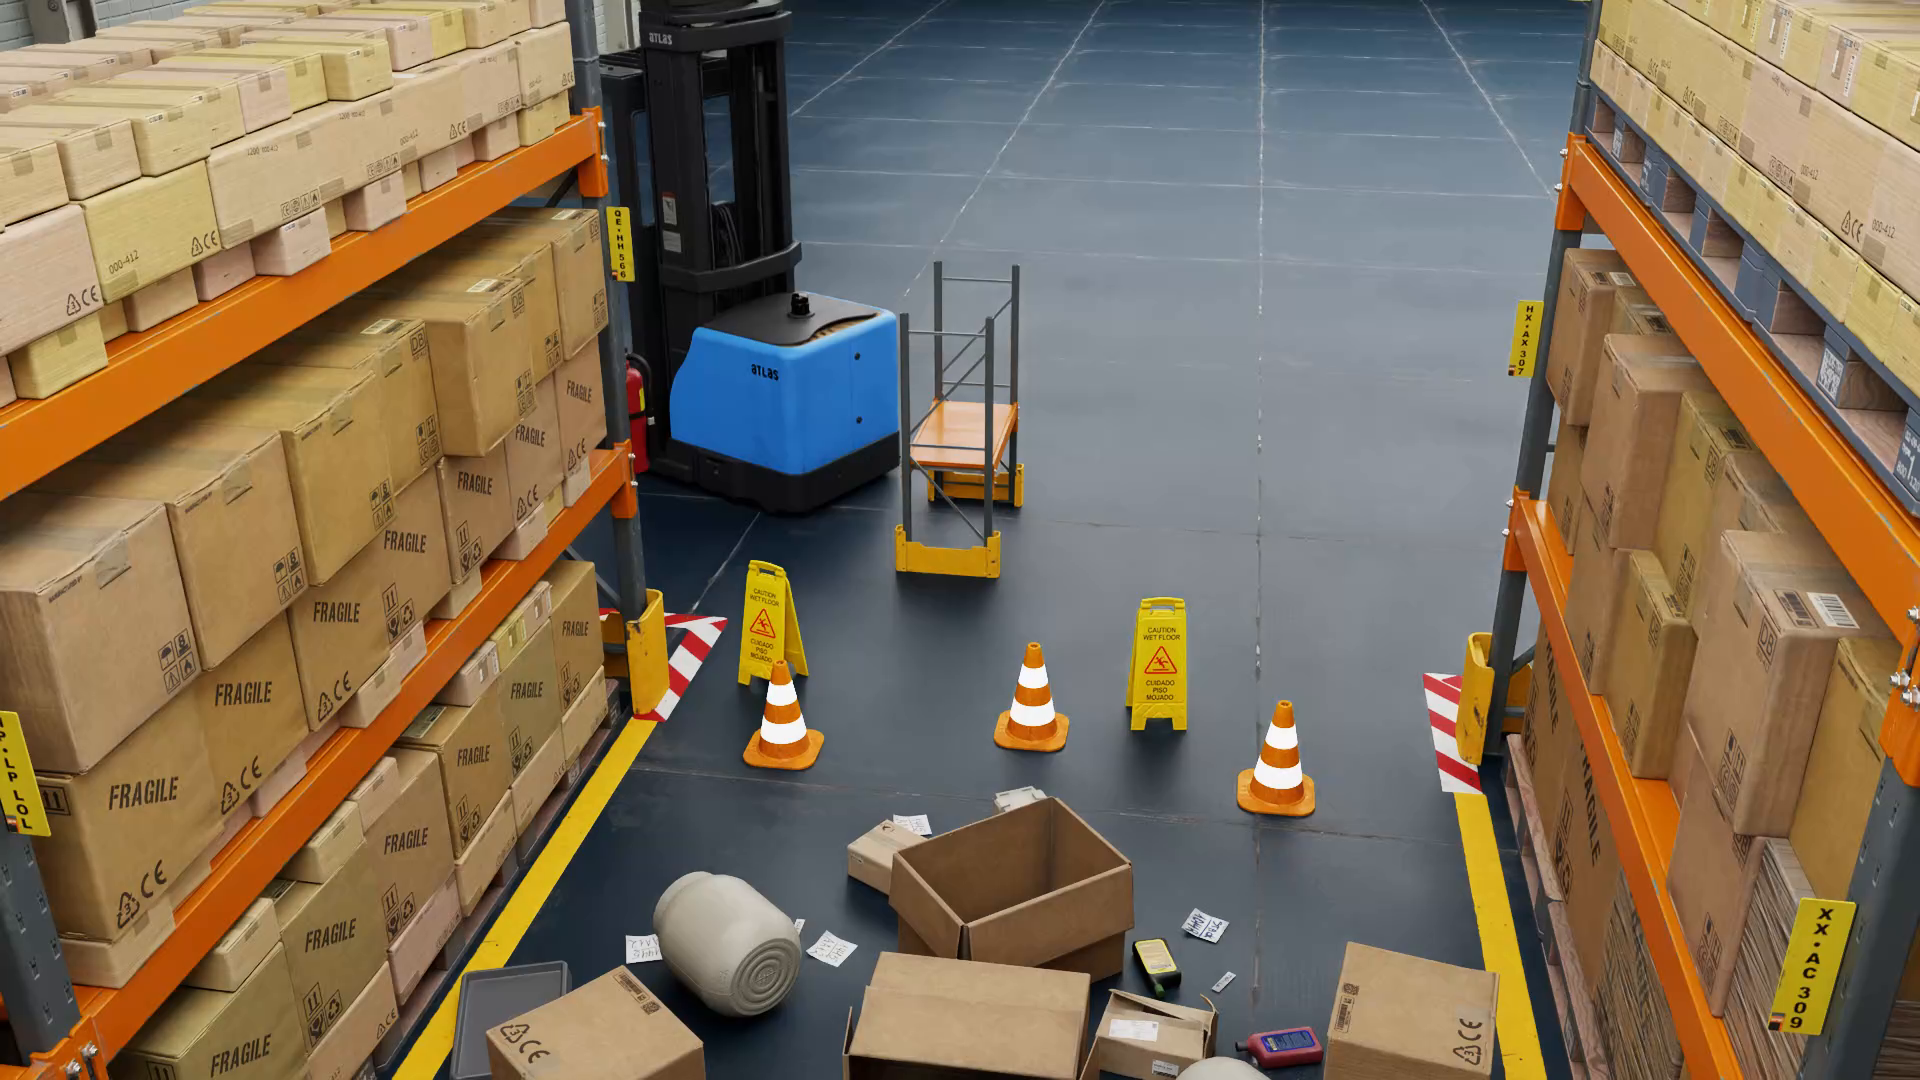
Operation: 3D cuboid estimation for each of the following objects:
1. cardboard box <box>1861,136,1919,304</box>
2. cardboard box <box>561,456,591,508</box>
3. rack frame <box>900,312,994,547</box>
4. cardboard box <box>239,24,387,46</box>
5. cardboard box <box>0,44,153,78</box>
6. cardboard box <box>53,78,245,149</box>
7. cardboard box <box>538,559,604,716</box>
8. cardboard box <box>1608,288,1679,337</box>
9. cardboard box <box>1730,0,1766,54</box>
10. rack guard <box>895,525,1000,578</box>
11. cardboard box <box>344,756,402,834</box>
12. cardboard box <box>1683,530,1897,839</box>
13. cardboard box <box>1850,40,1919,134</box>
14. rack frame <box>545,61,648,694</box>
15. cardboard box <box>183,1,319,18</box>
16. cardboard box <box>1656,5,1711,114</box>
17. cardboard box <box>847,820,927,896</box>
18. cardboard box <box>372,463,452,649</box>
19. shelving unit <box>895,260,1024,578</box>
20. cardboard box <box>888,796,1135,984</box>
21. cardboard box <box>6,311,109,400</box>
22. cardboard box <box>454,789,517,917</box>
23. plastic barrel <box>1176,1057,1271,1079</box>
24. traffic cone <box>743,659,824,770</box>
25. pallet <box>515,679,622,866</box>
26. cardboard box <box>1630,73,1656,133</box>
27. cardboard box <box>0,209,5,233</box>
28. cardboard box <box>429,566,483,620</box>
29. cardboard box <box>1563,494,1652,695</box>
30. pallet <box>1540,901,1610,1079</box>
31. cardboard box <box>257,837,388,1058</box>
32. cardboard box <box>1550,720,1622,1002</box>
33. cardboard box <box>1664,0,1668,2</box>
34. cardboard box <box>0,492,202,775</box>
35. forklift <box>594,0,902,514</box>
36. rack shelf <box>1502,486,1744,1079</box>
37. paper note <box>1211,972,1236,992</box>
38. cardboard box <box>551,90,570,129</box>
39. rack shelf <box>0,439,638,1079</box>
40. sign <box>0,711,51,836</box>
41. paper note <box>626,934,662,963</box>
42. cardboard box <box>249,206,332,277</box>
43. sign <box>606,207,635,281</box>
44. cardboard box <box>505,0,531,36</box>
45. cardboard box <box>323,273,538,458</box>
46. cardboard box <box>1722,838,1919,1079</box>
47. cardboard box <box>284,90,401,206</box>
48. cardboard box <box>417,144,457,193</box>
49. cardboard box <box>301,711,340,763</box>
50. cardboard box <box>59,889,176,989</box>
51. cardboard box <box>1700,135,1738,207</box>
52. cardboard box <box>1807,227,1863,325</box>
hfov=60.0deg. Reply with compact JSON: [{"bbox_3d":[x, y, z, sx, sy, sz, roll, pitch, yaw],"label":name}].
[{"bbox_3d":[2.058,-0.573,3.110,0.500,0.250,0.500,4,25,8],"label":"cardboard box"},{"bbox_3d":[-1.798,-0.263,7.070,0.380,0.149,0.250,4,25,8],"label":"cardboard box"},{"bbox_3d":[-0.069,-0.502,9.054,0.500,1.500,0.032,4,25,9],"label":"rack frame"},{"bbox_3d":[-2.091,-1.581,5.406,0.380,0.149,0.250,3,25,7],"label":"cardboard box"},{"bbox_3d":[-2.674,-1.398,5.015,0.380,0.149,0.250,4,25,9],"label":"cardboard box"},{"bbox_3d":[-2.170,-1.140,4.464,0.380,0.149,0.250,3,25,7],"label":"cardboard box"},{"bbox_3d":[-1.889,0.407,7.206,0.500,0.500,0.500,4,25,9],"label":"cardboard box"},{"bbox_3d":[2.787,-0.529,5.892,0.875,0.550,0.550,4,25,9],"label":"cardboard box"},{"bbox_3d":[2.224,-1.340,4.278,0.380,0.149,0.250,4,25,9],"label":"cardboard box"},{"bbox_3d":[-0.069,0.063,9.320,0.587,0.250,0.087,4,25,9],"label":"rack guard"},{"bbox_3d":[-2.104,0.829,5.539,0.380,0.149,0.250,5,26,12],"label":"cardboard box"},{"bbox_3d":[2.300,0.365,3.982,0.875,0.550,0.550,4,25,9],"label":"cardboard box"},{"bbox_3d":[2.059,-0.915,3.371,0.380,0.149,0.250,4,25,8],"label":"cardboard box"},{"bbox_3d":[-2.016,-0.662,7.626,1.000,3.000,0.127,4,25,9],"label":"rack frame"},{"bbox_3d":[-2.517,-1.827,5.931,0.380,0.149,0.250,4,25,8],"label":"cardboard box"},{"bbox_3d":[2.389,-1.414,4.908,0.500,0.250,0.500,4,25,8],"label":"cardboard box"},{"bbox_3d":[-0.237,1.317,6.760,0.380,0.149,0.250,19,31,35],"label":"cardboard box"},{"bbox_3d":[-2.106,0.033,5.672,0.500,0.500,0.500,4,25,9],"label":"cardboard box"},{"bbox_3d":[0.012,-0.711,9.500,0.587,1.500,1.083,4,25,9],"label":"shelving unit"},{"bbox_3d":[0.195,1.379,6.211,0.797,0.503,0.637,-14,29,-27],"label":"cardboard box"},{"bbox_3d":[-2.276,-0.452,3.936,0.380,0.149,0.250,4,25,9],"label":"cardboard box"},{"bbox_3d":[-2.055,1.185,6.427,0.500,0.250,0.500,3,25,7],"label":"cardboard box"},{"bbox_3d":[0.903,1.898,5.196,0.421,0.421,0.512,-20,32,-36],"label":"plastic barrel"},{"bbox_3d":[-0.813,0.756,7.588,0.336,0.463,0.334,4,25,9],"label":"traffic cone"},{"bbox_3d":[-2.196,0.970,7.428,1.003,0.211,1.213,4,25,9],"label":"pallet"},{"bbox_3d":[2.389,-1.403,5.353,0.380,0.149,0.250,4,25,9],"label":"cardboard box"},{"bbox_3d":[-2.296,-0.704,3.533,0.380,0.149,0.250,4,25,8],"label":"cardboard box"},{"bbox_3d":[-2.006,0.163,6.160,0.380,0.149,0.250,4,25,8],"label":"cardboard box"},{"bbox_3d":[2.585,0.186,5.637,0.875,0.550,0.550,4,25,9],"label":"cardboard box"},{"bbox_3d":[2.629,1.750,5.761,1.003,0.211,1.213,4,25,9],"label":"pallet"},{"bbox_3d":[-2.231,1.274,5.354,0.500,0.500,0.500,5,26,11],"label":"cardboard box"},{"bbox_3d":[2.697,1.067,5.942,0.875,0.875,0.875,4,25,8],"label":"cardboard box"},{"bbox_3d":[2.390,-1.767,5.192,0.380,0.149,0.250,4,25,9],"label":"cardboard box"},{"bbox_3d":[-2.383,0.209,4.116,0.700,0.500,0.500,4,25,8],"label":"cardboard box"},{"bbox_3d":[-1.859,-1.969,10.498,3.031,2.935,1.130,17,30,33],"label":"forklift"},{"bbox_3d":[2.558,0.801,5.349,1.077,0.370,4.000,4,25,9],"label":"rack shelf"},{"bbox_3d":[0.985,1.651,6.212,0.032,0.001,0.123,19,31,35],"label":"paper note"},{"bbox_3d":[-1.798,-1.738,6.683,0.380,0.149,0.250,4,25,9],"label":"cardboard box"},{"bbox_3d":[-2.342,0.501,5.991,1.077,0.370,4.000,4,25,9],"label":"rack shelf"},{"bbox_3d":[-2.121,0.524,3.727,0.100,0.325,0.005,4,25,9],"label":"sign"},{"bbox_3d":[-1.208,1.561,6.380,0.142,0.019,0.148,-5,25,-10],"label":"paper note"},{"bbox_3d":[-2.079,-0.880,4.850,0.380,0.149,0.250,4,25,7],"label":"cardboard box"},{"bbox_3d":[-1.471,-1.282,7.213,0.100,0.325,0.005,4,25,9],"label":"sign"},{"bbox_3d":[-1.860,-2.001,6.303,0.380,0.149,0.250,4,25,9],"label":"cardboard box"},{"bbox_3d":[-1.956,-0.634,5.919,0.700,0.500,0.500,4,25,8],"label":"cardboard box"},{"bbox_3d":[2.279,1.089,3.709,0.875,0.550,0.550,4,25,9],"label":"cardboard box"},{"bbox_3d":[-2.077,-1.215,5.096,0.500,0.250,0.500,4,25,9],"label":"cardboard box"},{"bbox_3d":[-1.984,-1.314,5.777,0.380,0.149,0.250,4,25,8],"label":"cardboard box"},{"bbox_3d":[-2.210,0.578,5.273,0.380,0.149,0.250,4,25,8],"label":"cardboard box"},{"bbox_3d":[-2.301,1.015,4.339,0.380,0.149,0.250,4,25,8],"label":"cardboard box"},{"bbox_3d":[2.223,-0.981,4.453,0.380,0.149,0.250,4,25,8],"label":"cardboard box"},{"bbox_3d":[2.057,-0.557,3.545,0.380,0.149,0.250,4,25,9],"label":"cardboard box"}]
